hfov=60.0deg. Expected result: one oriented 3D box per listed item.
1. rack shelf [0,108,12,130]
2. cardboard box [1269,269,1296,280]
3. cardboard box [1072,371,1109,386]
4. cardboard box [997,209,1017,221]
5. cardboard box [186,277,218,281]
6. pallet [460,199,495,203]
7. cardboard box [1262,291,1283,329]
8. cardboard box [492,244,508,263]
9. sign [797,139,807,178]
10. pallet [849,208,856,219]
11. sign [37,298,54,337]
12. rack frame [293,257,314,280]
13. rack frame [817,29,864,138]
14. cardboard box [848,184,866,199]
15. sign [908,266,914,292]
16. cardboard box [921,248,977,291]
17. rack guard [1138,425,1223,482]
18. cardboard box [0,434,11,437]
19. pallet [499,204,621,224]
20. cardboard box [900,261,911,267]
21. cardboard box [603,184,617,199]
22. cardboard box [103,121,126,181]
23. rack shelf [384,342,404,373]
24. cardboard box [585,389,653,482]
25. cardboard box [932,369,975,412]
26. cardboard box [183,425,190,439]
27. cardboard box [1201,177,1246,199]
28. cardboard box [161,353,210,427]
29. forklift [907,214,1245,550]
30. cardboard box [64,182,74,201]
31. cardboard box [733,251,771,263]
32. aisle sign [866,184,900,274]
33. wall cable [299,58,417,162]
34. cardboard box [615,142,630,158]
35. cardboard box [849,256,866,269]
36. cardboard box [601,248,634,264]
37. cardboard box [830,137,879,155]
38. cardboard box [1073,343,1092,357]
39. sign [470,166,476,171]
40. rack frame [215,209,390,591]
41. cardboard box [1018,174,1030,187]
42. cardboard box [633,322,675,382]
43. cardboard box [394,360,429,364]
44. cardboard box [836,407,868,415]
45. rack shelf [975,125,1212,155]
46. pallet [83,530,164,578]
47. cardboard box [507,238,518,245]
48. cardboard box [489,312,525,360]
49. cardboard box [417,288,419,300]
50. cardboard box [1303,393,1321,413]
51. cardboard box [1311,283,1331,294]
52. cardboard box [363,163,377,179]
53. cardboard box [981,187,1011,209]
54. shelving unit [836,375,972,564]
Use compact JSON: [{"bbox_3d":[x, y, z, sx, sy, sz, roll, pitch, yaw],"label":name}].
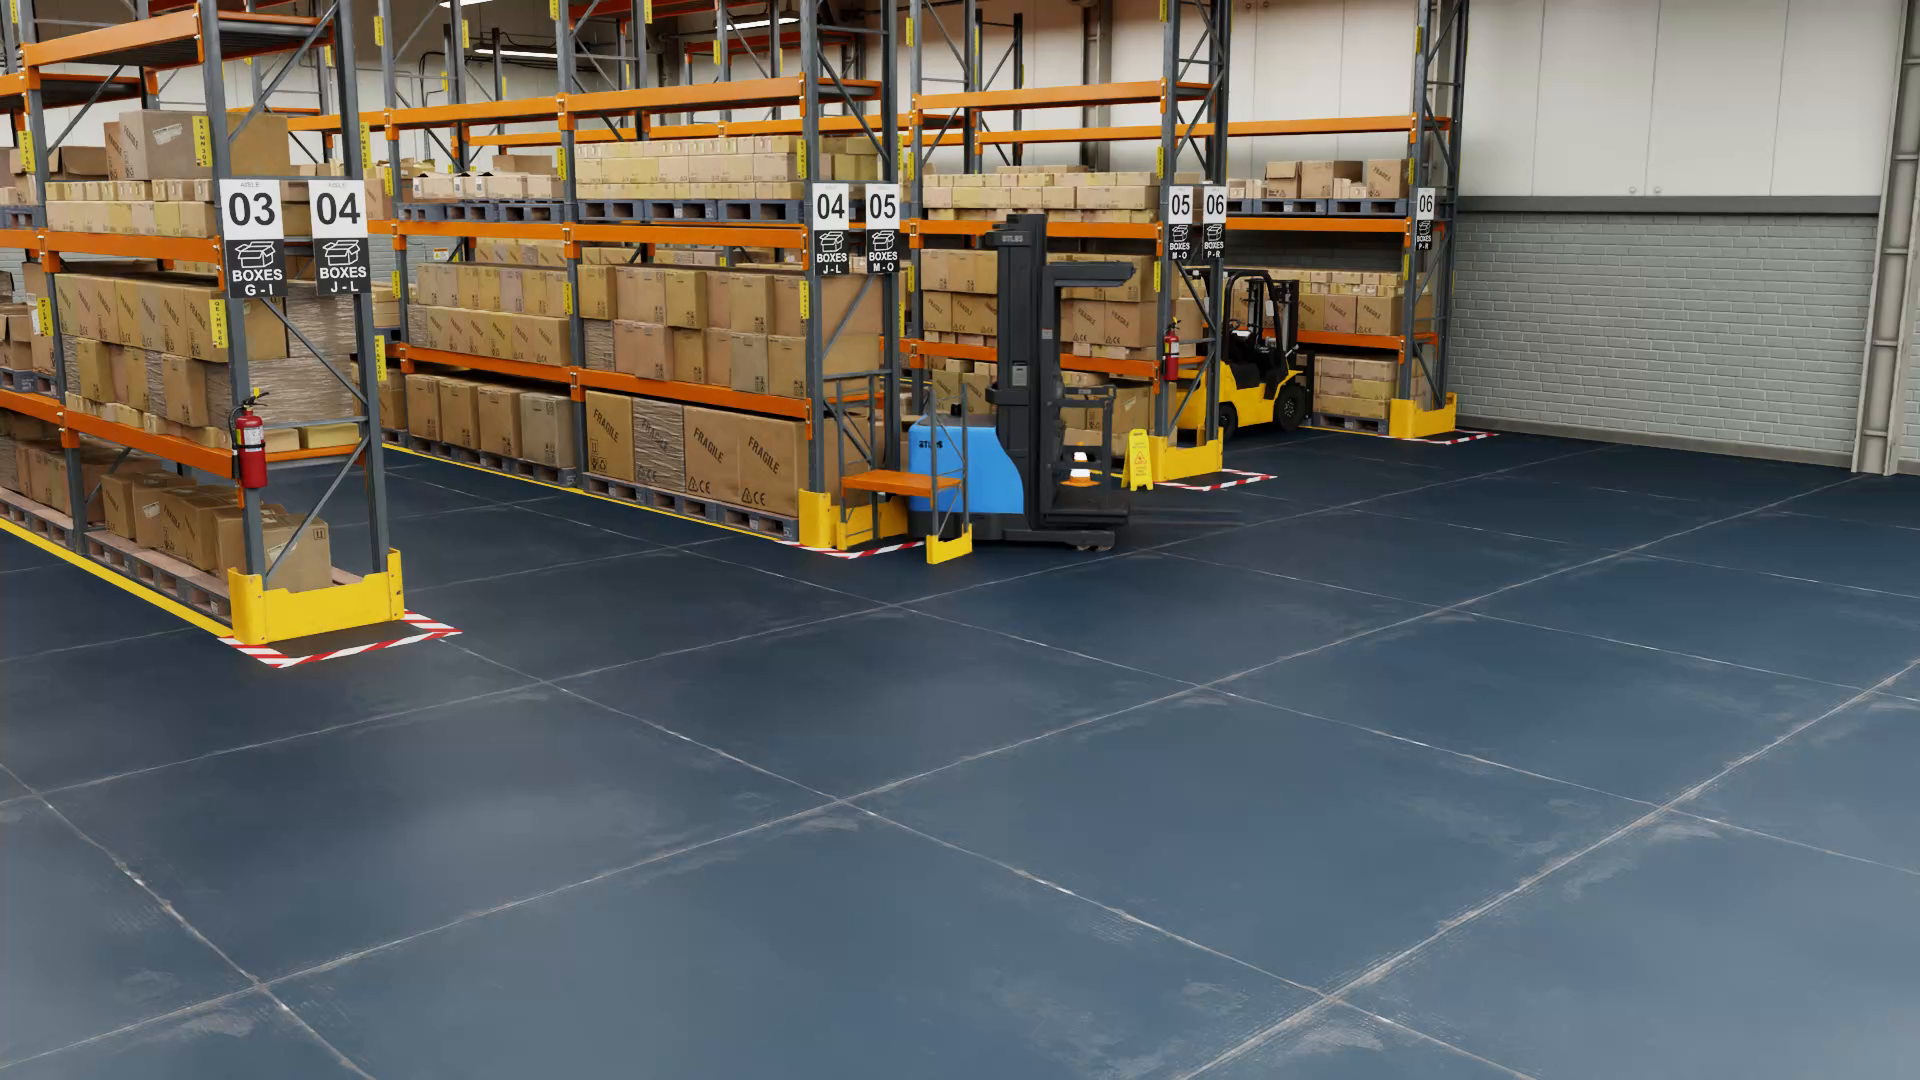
[{"bbox_3d":[-11.522,-4.670,18.390,1.077,0.370,4.000,-11,16,-43],"label":"rack shelf"},{"bbox_3d":[4.514,-3.691,23.140,0.380,0.149,0.250,-11,16,-42],"label":"cardboard box"},{"bbox_3d":[1.507,-1.870,19.201,0.380,0.149,0.250,-10,15,-41],"label":"cardboard box"},{"bbox_3d":[0.653,-3.851,19.699,0.380,0.149,0.250,-11,16,-44],"label":"cardboard box"},{"bbox_3d":[-5.835,-1.842,13.294,0.500,0.500,0.500,-11,16,-43],"label":"cardboard box"},{"bbox_3d":[-7.979,-5.855,29.024,1.003,0.211,1.213,-11,16,-43],"label":"pallet"},{"bbox_3d":[4.548,-3.201,23.108,0.500,0.500,0.500,-11,16,-42],"label":"cardboard box"},{"bbox_3d":[-7.650,-4.817,28.471,0.500,0.500,0.500,-11,16,-43],"label":"cardboard box"},{"bbox_3d":[-1.361,-3.287,14.341,0.100,0.325,0.005,-11,16,-43],"label":"sign"},{"bbox_3d":[-1.279,-4.418,22.294,1.213,0.211,1.003,-11,16,-43],"label":"pallet"},{"bbox_3d":[-7.778,-1.893,14.138,0.100,0.325,0.005,-11,16,-43],"label":"sign"},{"bbox_3d":[-9.246,-3.248,23.583,1.000,3.000,0.127,-11,16,-43],"label":"rack frame"},{"bbox_3d":[-2.149,-7.583,29.757,1.000,3.000,0.127,-11,16,-43],"label":"rack frame"},{"bbox_3d":[-0.964,-3.192,15.212,0.380,0.149,0.250,-11,16,-42],"label":"cardboard box"},{"bbox_3d":[-0.610,-3.274,20.841,0.100,0.325,0.005,-11,16,-43],"label":"sign"},{"bbox_3d":[-0.064,-3.375,20.736,0.700,0.500,0.500,-11,16,-43],"label":"cardboard box"},{"bbox_3d":[2.498,-0.988,18.808,1.175,0.500,0.348,-11,16,-43],"label":"rack guard"},{"bbox_3d":[-9.664,-0.884,17.213,0.500,0.500,0.700,11,16,42],"label":"cardboard box"},{"bbox_3d":[-4.391,-3.583,18.248,1.217,0.209,0.805,11,16,43],"label":"pallet"},{"bbox_3d":[-0.647,-4.530,28.507,0.637,0.503,0.797,11,16,44],"label":"cardboard box"},{"bbox_3d":[-3.365,-3.507,16.738,0.380,0.149,0.250,-11,16,-43],"label":"cardboard box"},{"bbox_3d":[-6.884,-3.283,14.093,0.500,0.500,0.500,11,16,43],"label":"cardboard box"},{"bbox_3d":[-7.865,-2.604,22.238,1.077,0.370,4.000,-11,16,-43],"label":"rack shelf"},{"bbox_3d":[-3.338,-1.144,17.595,0.875,0.875,0.875,-11,16,-42],"label":"cardboard box"},{"bbox_3d":[0.001,-1.888,20.894,0.500,0.500,0.500,-10,15,-40],"label":"cardboard box"},{"bbox_3d":[-5.649,-0.857,12.599,0.380,0.149,0.250,-11,16,-43],"label":"cardboard box"},{"bbox_3d":[3.774,-5.002,23.595,0.500,0.311,0.500,-10,16,-41],"label":"cardboard box"},{"bbox_3d":[-5.409,-1.156,12.440,0.875,0.500,0.500,-11,16,-43],"label":"cardboard box"},{"bbox_3d":[1.076,-1.459,15.070,3.031,2.935,1.130,1,12,7],"label":"forklift"},{"bbox_3d":[-7.144,-2.875,13.723,0.250,0.149,0.380,11,16,42],"label":"cardboard box"},{"bbox_3d":[-3.137,-4.014,24.573,0.500,0.500,0.500,11,16,43],"label":"cardboard box"},{"bbox_3d":[-0.693,-2.802,14.972,0.394,0.787,0.004,-11,16,-43],"label":"aisle sign"},{"bbox_3d":[-12.085,-8.370,33.576,2.355,3.000,0.029,-11,16,-43],"label":"wall cable"},{"bbox_3d":[-3.189,-3.860,16.478,0.380,0.149,0.250,-11,16,-43],"label":"cardboard box"},{"bbox_3d":[-1.385,-3.675,22.019,0.250,0.149,0.380,11,16,43],"label":"cardboard box"},{"bbox_3d":[-5.269,-4.317,26.044,0.500,0.500,0.500,-11,16,-43],"label":"cardboard box"},{"bbox_3d":[-0.960,-3.581,15.124,0.380,0.149,0.250,-11,16,-42],"label":"cardboard box"},{"bbox_3d":[1.522,-2.198,19.110,0.380,0.149,0.250,-11,16,-42],"label":"cardboard box"},{"bbox_3d":[-6.077,-4.502,20.756,0.100,0.325,0.005,-11,16,-43],"label":"sign"},{"bbox_3d":[-4.617,-0.820,11.799,1.000,3.000,0.127,-11,16,-43],"label":"rack frame"},{"bbox_3d":[0.903,-4.215,19.488,0.380,0.149,0.250,-10,16,-41],"label":"cardboard box"},{"bbox_3d":[-2.774,-1.930,16.811,0.875,0.550,0.550,-11,16,-43],"label":"cardboard box"},{"bbox_3d":[-7.135,-2.222,21.895,0.500,0.250,0.500,-11,16,-43],"label":"cardboard box"},{"bbox_3d":[-1.478,-1.679,20.286,0.500,0.500,0.500,-11,16,-43],"label":"cardboard box"},{"bbox_3d":[1.995,-6.159,25.620,1.077,0.370,4.000,-11,16,-43],"label":"rack shelf"},{"bbox_3d":[-6.889,0.055,14.462,1.003,0.211,1.213,-11,16,-43],"label":"pallet"},{"bbox_3d":[-7.413,-5.070,28.094,0.250,0.149,0.380,11,16,44],"label":"cardboard box"},{"bbox_3d":[-4.973,-2.316,18.810,0.500,0.500,0.500,-11,16,-42],"label":"cardboard box"},{"bbox_3d":[-6.666,-3.134,21.134,0.380,0.149,0.250,-11,16,-42],"label":"cardboard box"},{"bbox_3d":[4.910,-1.925,22.935,0.500,0.250,0.500,-11,16,-42],"label":"cardboard box"},{"bbox_3d":[4.982,-3.422,22.569,0.250,0.149,0.380,11,16,43],"label":"cardboard box"},{"bbox_3d":[-7.316,-4.653,20.823,0.396,0.266,0.258,-11,16,-43],"label":"cardboard box"},{"bbox_3d":[0.594,-4.075,19.798,0.500,0.250,0.500,-11,16,-42],"label":"cardboard box"},{"bbox_3d":[-0.508,-0.639,14.593,1.083,1.500,0.587,8,16,35],"label":"shelving unit"}]
